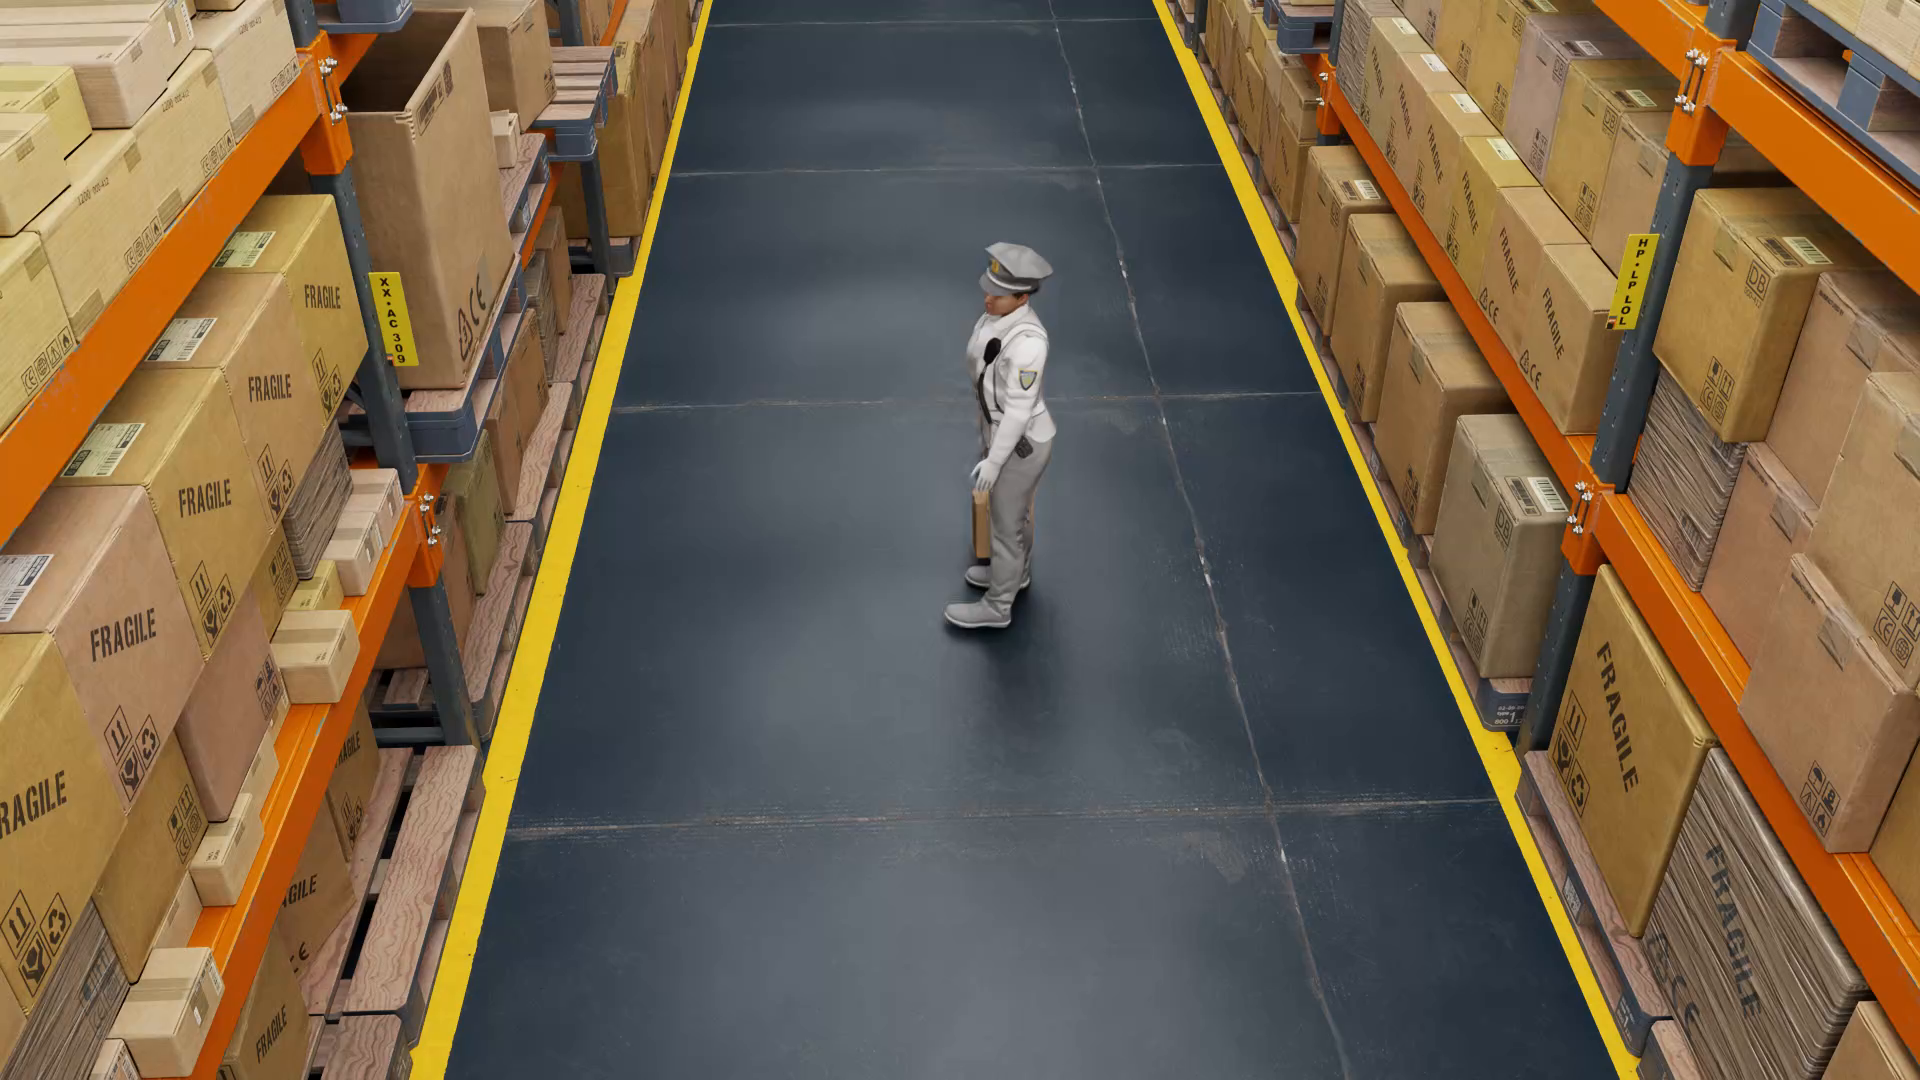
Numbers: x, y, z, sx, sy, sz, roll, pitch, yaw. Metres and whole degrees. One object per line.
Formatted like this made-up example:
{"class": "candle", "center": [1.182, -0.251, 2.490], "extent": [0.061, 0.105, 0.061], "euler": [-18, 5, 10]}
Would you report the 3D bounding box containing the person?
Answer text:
{"class": "person", "center": [0.137, -0.399, 6.652], "extent": [0.451, 1.689, 0.516], "euler": [-7, 36, -10]}
